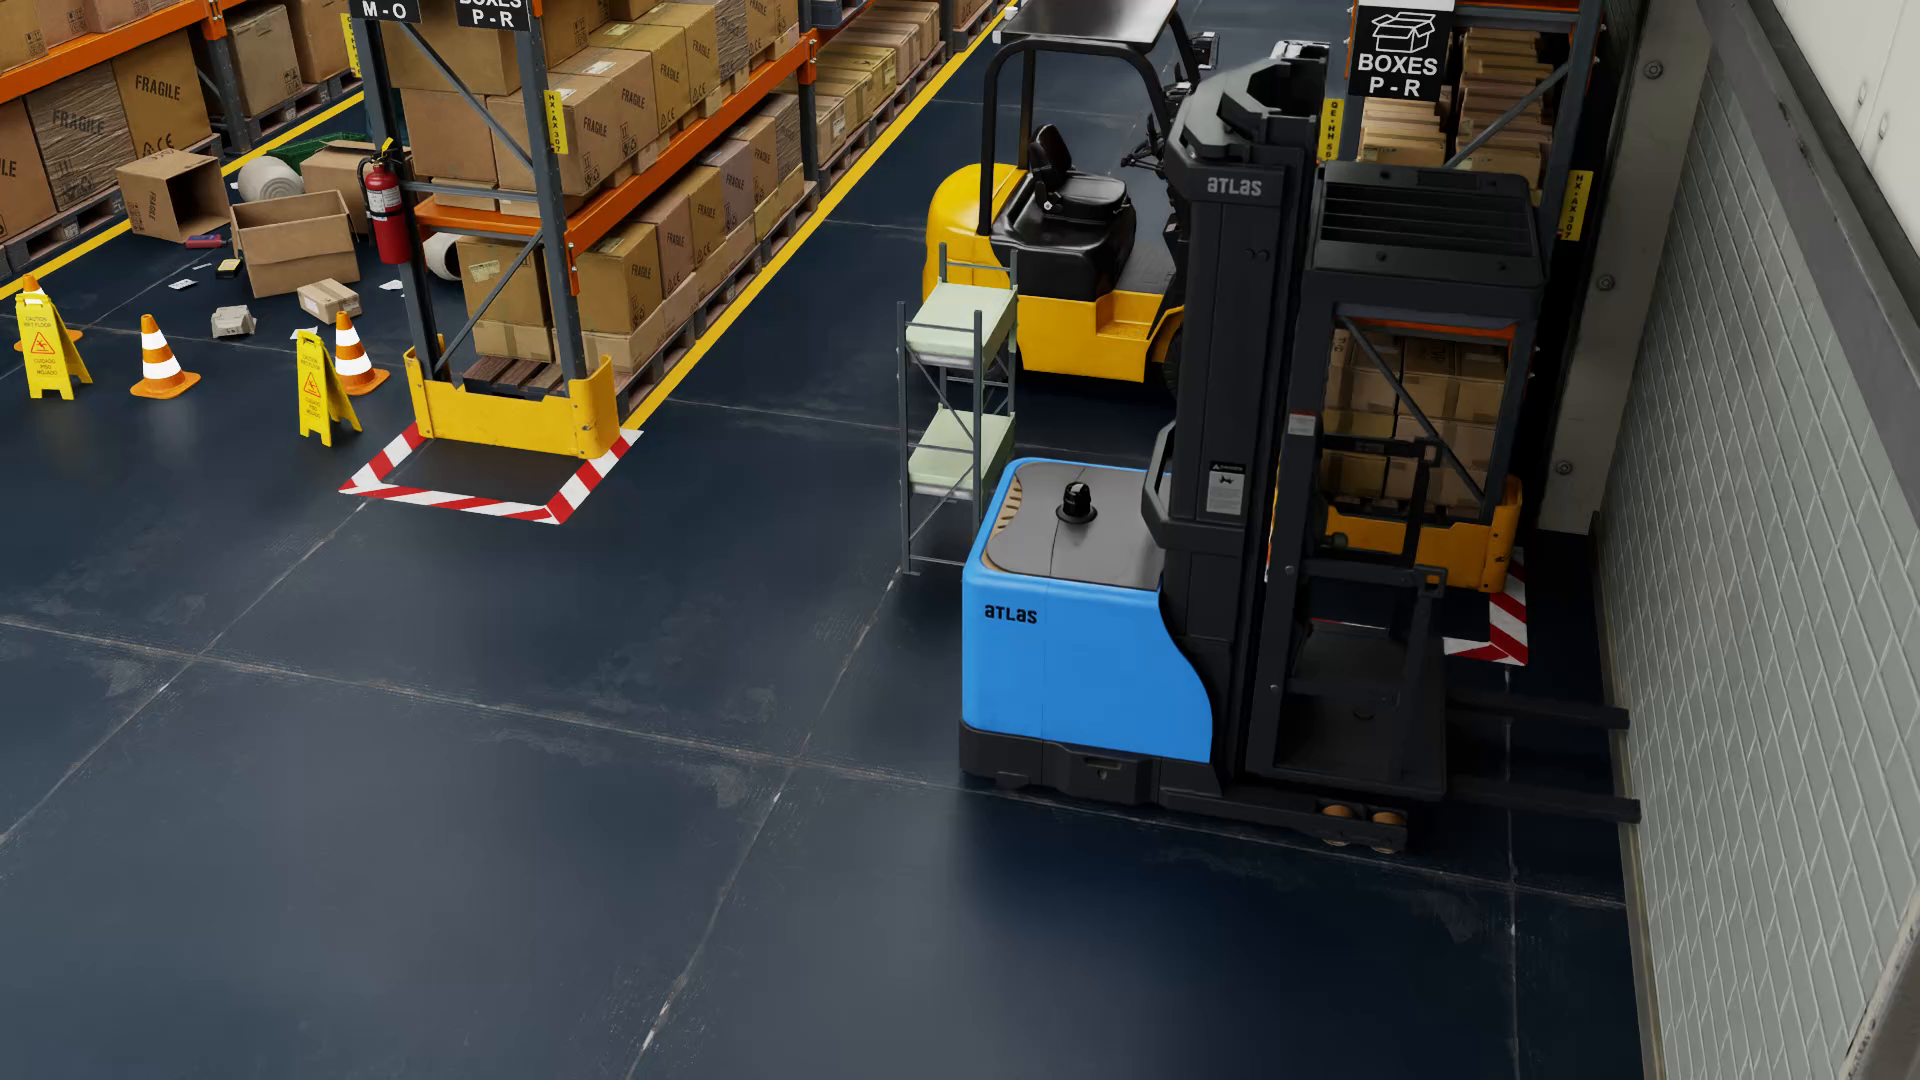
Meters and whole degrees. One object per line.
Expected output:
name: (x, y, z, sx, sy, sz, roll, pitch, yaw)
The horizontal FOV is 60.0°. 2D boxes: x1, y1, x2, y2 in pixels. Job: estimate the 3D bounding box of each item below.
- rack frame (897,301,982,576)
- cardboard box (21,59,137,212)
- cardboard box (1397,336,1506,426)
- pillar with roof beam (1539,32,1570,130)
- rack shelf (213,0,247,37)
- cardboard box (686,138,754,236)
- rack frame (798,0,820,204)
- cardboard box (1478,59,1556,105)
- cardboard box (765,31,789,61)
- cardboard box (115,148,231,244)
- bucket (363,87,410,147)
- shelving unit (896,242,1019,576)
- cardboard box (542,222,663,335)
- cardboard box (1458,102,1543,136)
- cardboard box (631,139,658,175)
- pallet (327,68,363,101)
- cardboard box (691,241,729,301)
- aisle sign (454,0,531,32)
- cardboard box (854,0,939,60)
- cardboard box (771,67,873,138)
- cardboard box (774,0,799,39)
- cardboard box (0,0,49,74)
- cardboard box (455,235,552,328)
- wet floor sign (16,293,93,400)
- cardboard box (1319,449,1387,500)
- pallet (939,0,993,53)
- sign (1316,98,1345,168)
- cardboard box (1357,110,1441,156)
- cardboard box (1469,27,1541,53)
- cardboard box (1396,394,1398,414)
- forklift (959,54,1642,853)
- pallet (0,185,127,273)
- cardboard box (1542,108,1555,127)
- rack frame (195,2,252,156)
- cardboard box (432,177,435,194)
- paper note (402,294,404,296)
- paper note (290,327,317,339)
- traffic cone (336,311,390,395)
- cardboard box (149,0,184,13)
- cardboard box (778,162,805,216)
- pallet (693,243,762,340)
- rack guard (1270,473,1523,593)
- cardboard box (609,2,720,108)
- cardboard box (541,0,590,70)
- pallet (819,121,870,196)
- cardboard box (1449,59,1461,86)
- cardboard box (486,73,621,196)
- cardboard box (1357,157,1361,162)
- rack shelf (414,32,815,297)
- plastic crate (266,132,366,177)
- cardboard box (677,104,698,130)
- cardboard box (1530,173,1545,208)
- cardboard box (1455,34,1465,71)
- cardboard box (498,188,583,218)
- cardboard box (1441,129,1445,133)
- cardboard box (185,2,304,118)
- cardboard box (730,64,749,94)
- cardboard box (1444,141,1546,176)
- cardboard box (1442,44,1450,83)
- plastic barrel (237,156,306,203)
rack frame: (-0.095, -0.440, 8.043, 0.400, 1.500, 0.023, 8, 33, 12)
cardboard box: (-6.846, -3.039, 12.324, 0.875, 0.875, 0.875, 8, 33, 13)
cardboard box: (2.512, -0.835, 8.507, 0.500, 0.250, 0.500, 8, 33, 12)
pillar with roof beam: (0.614, -7.643, 12.384, 9.100, 9.000, 0.400, 8, 33, 12)
rack shelf: (-5.886, -5.278, 14.927, 1.077, 0.370, 4.000, 8, 33, 12)
cardboard box: (-1.727, -2.383, 11.175, 0.500, 0.500, 0.500, 10, 34, 15)
rack frame: (-1.580, -3.922, 12.124, 1.000, 3.000, 0.127, 8, 33, 12)
cardboard box: (2.933, -2.419, 8.784, 0.380, 0.149, 0.250, 7, 33, 11)
cardboard box: (-1.424, -3.477, 11.658, 0.380, 0.149, 0.250, 9, 33, 13)
cardboard box: (-5.795, -2.544, 12.284, 0.500, 0.500, 0.500, 14, 35, 21)
bucket: (-4.198, -3.419, 12.967, 0.726, 0.611, 0.620, 20, 28, 29)
shelving unit: (-0.002, -0.629, 8.342, 0.431, 1.500, 0.755, 8, 33, 12)
cardboard box: (-2.118, -1.573, 9.901, 0.500, 0.500, 0.500, 7, 33, 11)
cardboard box: (2.651, -2.029, 8.171, 0.380, 0.149, 0.250, 9, 33, 13)
cardboard box: (-2.004, -2.273, 9.764, 0.380, 0.149, 0.250, 9, 33, 13)
pallet: (-5.963, -4.413, 15.494, 1.003, 0.211, 1.213, 8, 33, 12)
cardboard box: (-1.860, -1.793, 10.946, 0.500, 0.250, 0.500, 10, 34, 16)
aisle sign: (-2.311, -2.869, 8.044, 0.394, 0.787, 0.004, 8, 33, 12)
cardboard box: (-0.718, -4.774, 15.522, 0.950, 0.372, 0.625, 6, 33, 9)
cardboard box: (-1.271, -3.636, 13.732, 0.950, 0.372, 0.625, 10, 34, 15)
cardboard box: (-1.453, -3.825, 11.601, 0.500, 0.500, 0.500, 7, 33, 11)
cardboard box: (-6.882, -3.572, 11.434, 0.875, 0.550, 0.500, 8, 33, 12)
cardboard box: (-2.644, -1.631, 9.992, 0.500, 0.500, 0.500, 8, 33, 13)
wet floor sign: (-5.501, -1.190, 10.020, 0.267, 0.644, 0.232, 3, 33, 4)
cardboard box: (2.020, -0.476, 8.875, 0.500, 0.250, 0.500, 8, 33, 13)
pallet: (-0.292, -5.220, 16.764, 1.003, 0.211, 1.213, 8, 33, 12)
sign: (1.685, -1.842, 7.552, 0.100, 0.325, 0.005, 8, 33, 12)
cardboard box: (2.126, -1.961, 8.063, 0.380, 0.149, 0.250, 8, 33, 12)
cardboard box: (3.077, -2.823, 9.419, 0.380, 0.149, 0.250, 8, 33, 12)
cardboard box: (2.643, -0.878, 9.041, 0.500, 0.250, 0.500, 8, 33, 12)
forklift: (1.568, -0.280, 6.459, 3.031, 2.935, 1.130, 7, 33, 11)
pallet: (-6.970, -2.348, 12.246, 1.003, 0.211, 1.213, 8, 33, 12)
cardboard box: (2.874, -2.147, 8.633, 0.380, 0.149, 0.250, 8, 33, 13)
rack frame: (-6.394, -4.544, 13.101, 1.000, 3.000, 0.127, 8, 33, 12)
cardboard box: (-3.863, -2.638, 12.652, 0.258, 0.266, 0.396, -14, 35, -21)
paper note: (-3.789, -1.696, 11.408, 0.032, 0.001, 0.123, 8, 33, 12)
paper note: (-4.281, -1.355, 10.853, 0.148, 0.019, 0.142, -3, 33, -4)
traffic cone: (-3.734, -1.175, 10.166, 0.336, 0.463, 0.334, 8, 33, 12)
cardboard box: (-6.476, -4.414, 12.757, 0.875, 0.550, 0.550, 8, 33, 12)
cardboard box: (-1.470, -2.596, 12.208, 0.500, 0.250, 0.500, 10, 34, 15)
pallet: (-2.024, -1.757, 11.317, 1.003, 0.211, 1.213, 8, 33, 12)
rack guard: (2.201, -0.105, 8.449, 1.175, 0.500, 0.348, 8, 33, 12)
cardboard box: (-1.829, -3.021, 10.336, 0.500, 0.500, 0.500, 7, 33, 11)
cardboard box: (-2.541, -2.992, 9.359, 0.700, 0.500, 0.500, 8, 33, 13)
pallet: (-1.384, -3.150, 13.507, 1.003, 0.211, 1.213, 8, 33, 12)
cardboard box: (3.119, -2.497, 9.788, 0.500, 0.500, 0.500, 7, 33, 11)
cardboard box: (-2.207, -2.222, 9.079, 0.500, 0.500, 0.500, 8, 33, 12)
cardboard box: (2.024, -1.707, 7.941, 0.380, 0.149, 0.250, 8, 33, 13)
rack shelf: (-2.088, -2.581, 10.684, 1.077, 0.370, 4.000, 8, 33, 12)
plastic crate: (-5.171, -3.113, 13.418, 0.662, 0.188, 0.450, -28, 32, -37)
cardboard box: (-1.866, -2.690, 10.420, 0.380, 0.149, 0.250, 7, 33, 11)
cardboard box: (2.544, -1.629, 7.819, 0.380, 0.149, 0.250, 7, 33, 11)
cardboard box: (3.102, -2.835, 9.716, 0.380, 0.149, 0.250, 9, 34, 14)
cardboard box: (-2.309, -1.888, 9.159, 0.380, 0.149, 0.250, 8, 33, 13)
cardboard box: (2.348, -2.040, 9.069, 0.500, 0.500, 0.500, 7, 33, 11)
cardboard box: (-6.323, -4.106, 14.118, 1.050, 0.750, 0.750, 8, 33, 12)
cardboard box: (-1.622, -3.080, 11.033, 0.380, 0.149, 0.250, 8, 33, 12)
cardboard box: (2.712, -1.707, 8.547, 0.500, 0.500, 0.500, 9, 34, 14)
cardboard box: (2.477, -2.625, 9.109, 0.380, 0.149, 0.250, 8, 33, 13)
plastic barrel: (-5.198, -2.659, 12.538, 0.421, 0.421, 0.512, -21, 38, -29)
